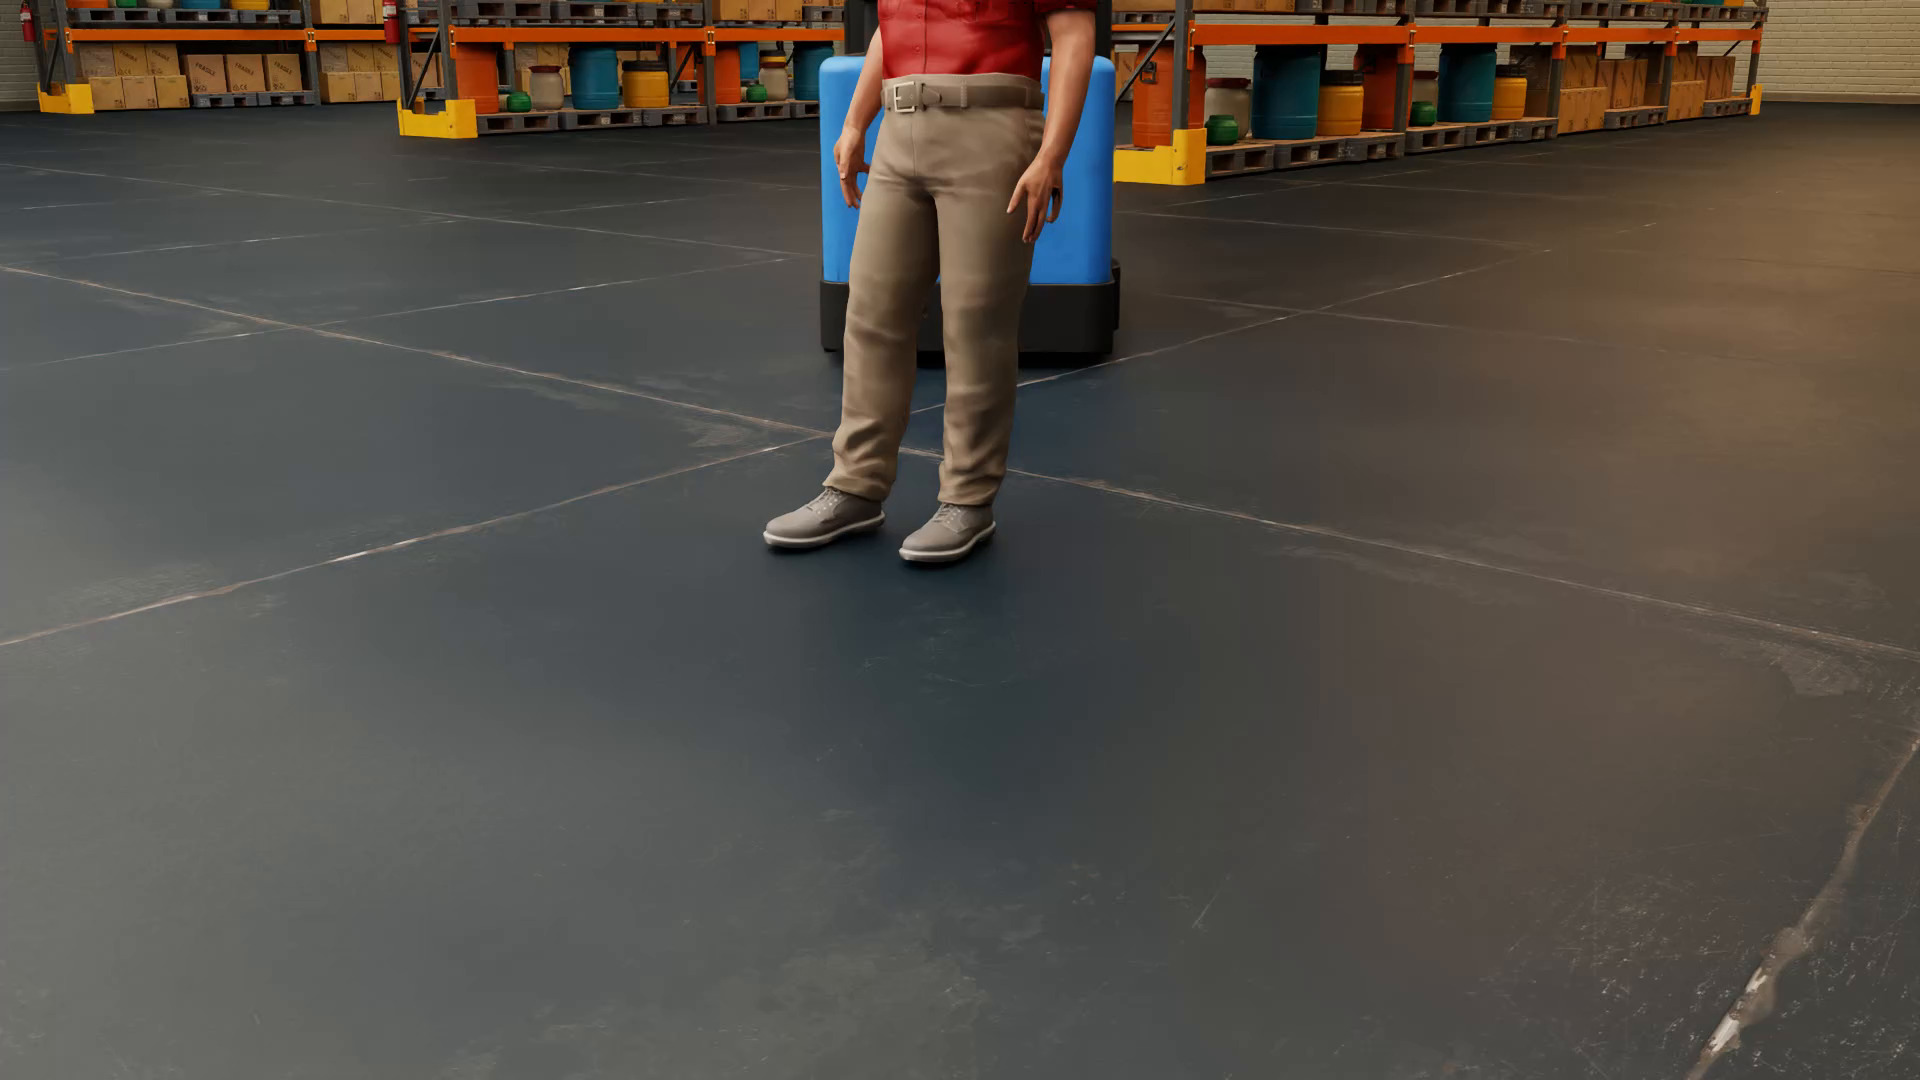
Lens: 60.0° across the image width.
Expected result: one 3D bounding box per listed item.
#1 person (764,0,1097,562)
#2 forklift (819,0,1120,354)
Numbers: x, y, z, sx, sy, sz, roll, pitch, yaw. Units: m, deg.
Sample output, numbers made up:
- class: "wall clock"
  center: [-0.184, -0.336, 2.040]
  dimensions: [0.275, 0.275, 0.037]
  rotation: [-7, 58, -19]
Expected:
- class: "person"
  center: [-0.066, -0.816, 3.629]
  dimensions: [0.642, 1.727, 0.550]
  rotation: [13, 21, 37]
- class: "forklift"
  center: [0.084, -2.439, 6.931]
  dimensions: [1.130, 2.935, 3.031]
  rotation: [1, 17, 2]
